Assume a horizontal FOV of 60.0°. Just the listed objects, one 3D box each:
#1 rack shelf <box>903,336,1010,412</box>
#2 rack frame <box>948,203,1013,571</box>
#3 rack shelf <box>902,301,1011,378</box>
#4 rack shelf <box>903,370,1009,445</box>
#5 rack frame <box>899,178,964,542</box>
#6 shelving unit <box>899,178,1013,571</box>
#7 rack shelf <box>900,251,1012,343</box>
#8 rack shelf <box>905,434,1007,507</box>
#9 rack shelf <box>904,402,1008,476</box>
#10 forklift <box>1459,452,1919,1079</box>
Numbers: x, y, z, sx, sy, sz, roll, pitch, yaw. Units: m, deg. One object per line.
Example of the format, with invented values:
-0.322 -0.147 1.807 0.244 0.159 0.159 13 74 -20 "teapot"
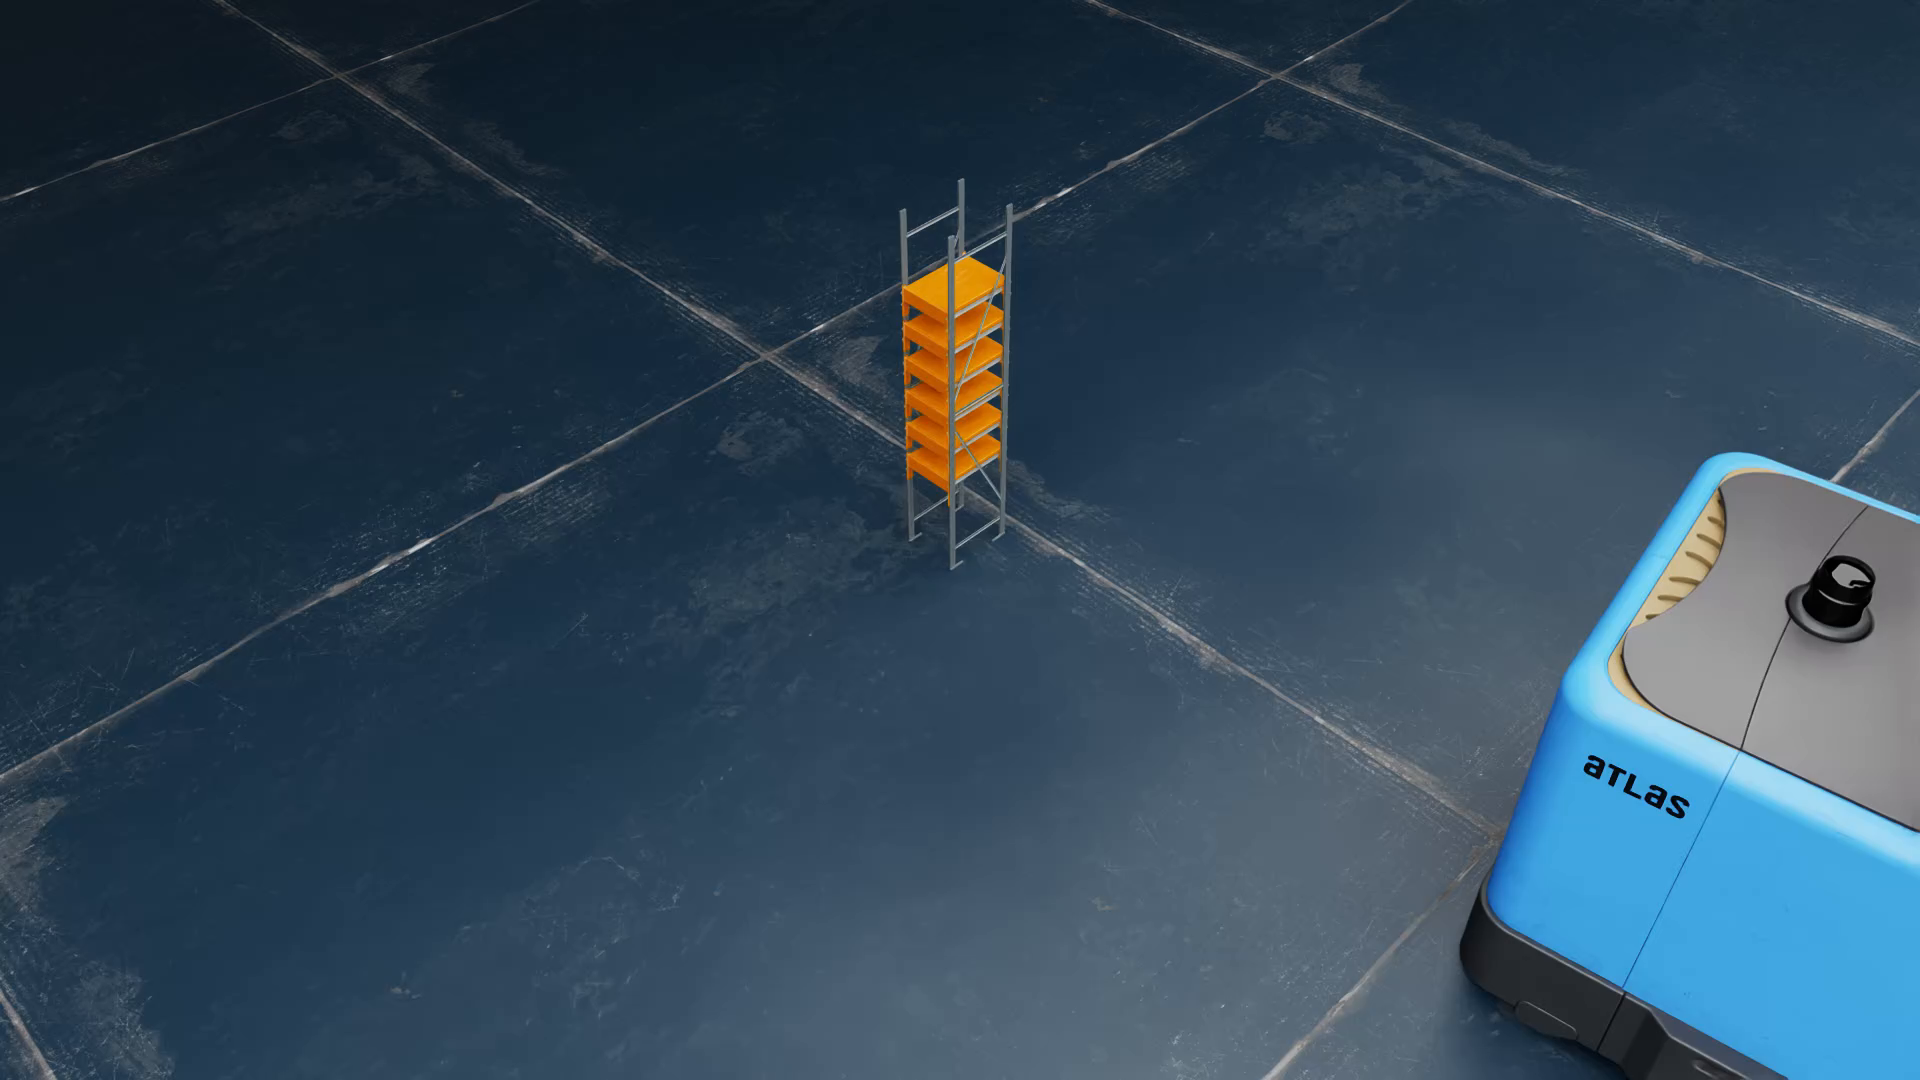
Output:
-0.010 -0.503 4.799 0.258 0.103 0.180 -34 53 -31 "rack shelf"
0.054 -0.404 4.803 0.240 1.200 0.006 -34 53 -31 "rack frame"
-0.010 -0.591 4.718 0.258 0.103 0.180 -34 53 -31 "rack shelf"
-0.010 -0.415 4.880 0.258 0.103 0.180 -34 53 -31 "rack shelf"
-0.075 -0.492 4.898 0.240 1.200 0.006 -34 53 -31 "rack frame"
-0.010 -0.448 4.850 0.258 1.200 0.189 -34 53 -31 "shelving unit"
-0.010 -0.679 4.636 0.258 0.103 0.180 -34 53 -31 "rack shelf"
-0.010 -0.239 5.043 0.258 0.103 0.180 -34 53 -31 "rack shelf"
-0.010 -0.327 4.962 0.258 0.103 0.180 -34 53 -31 "rack shelf"
2.699 0.342 2.720 3.031 2.935 1.130 27 49 26 "forklift"
